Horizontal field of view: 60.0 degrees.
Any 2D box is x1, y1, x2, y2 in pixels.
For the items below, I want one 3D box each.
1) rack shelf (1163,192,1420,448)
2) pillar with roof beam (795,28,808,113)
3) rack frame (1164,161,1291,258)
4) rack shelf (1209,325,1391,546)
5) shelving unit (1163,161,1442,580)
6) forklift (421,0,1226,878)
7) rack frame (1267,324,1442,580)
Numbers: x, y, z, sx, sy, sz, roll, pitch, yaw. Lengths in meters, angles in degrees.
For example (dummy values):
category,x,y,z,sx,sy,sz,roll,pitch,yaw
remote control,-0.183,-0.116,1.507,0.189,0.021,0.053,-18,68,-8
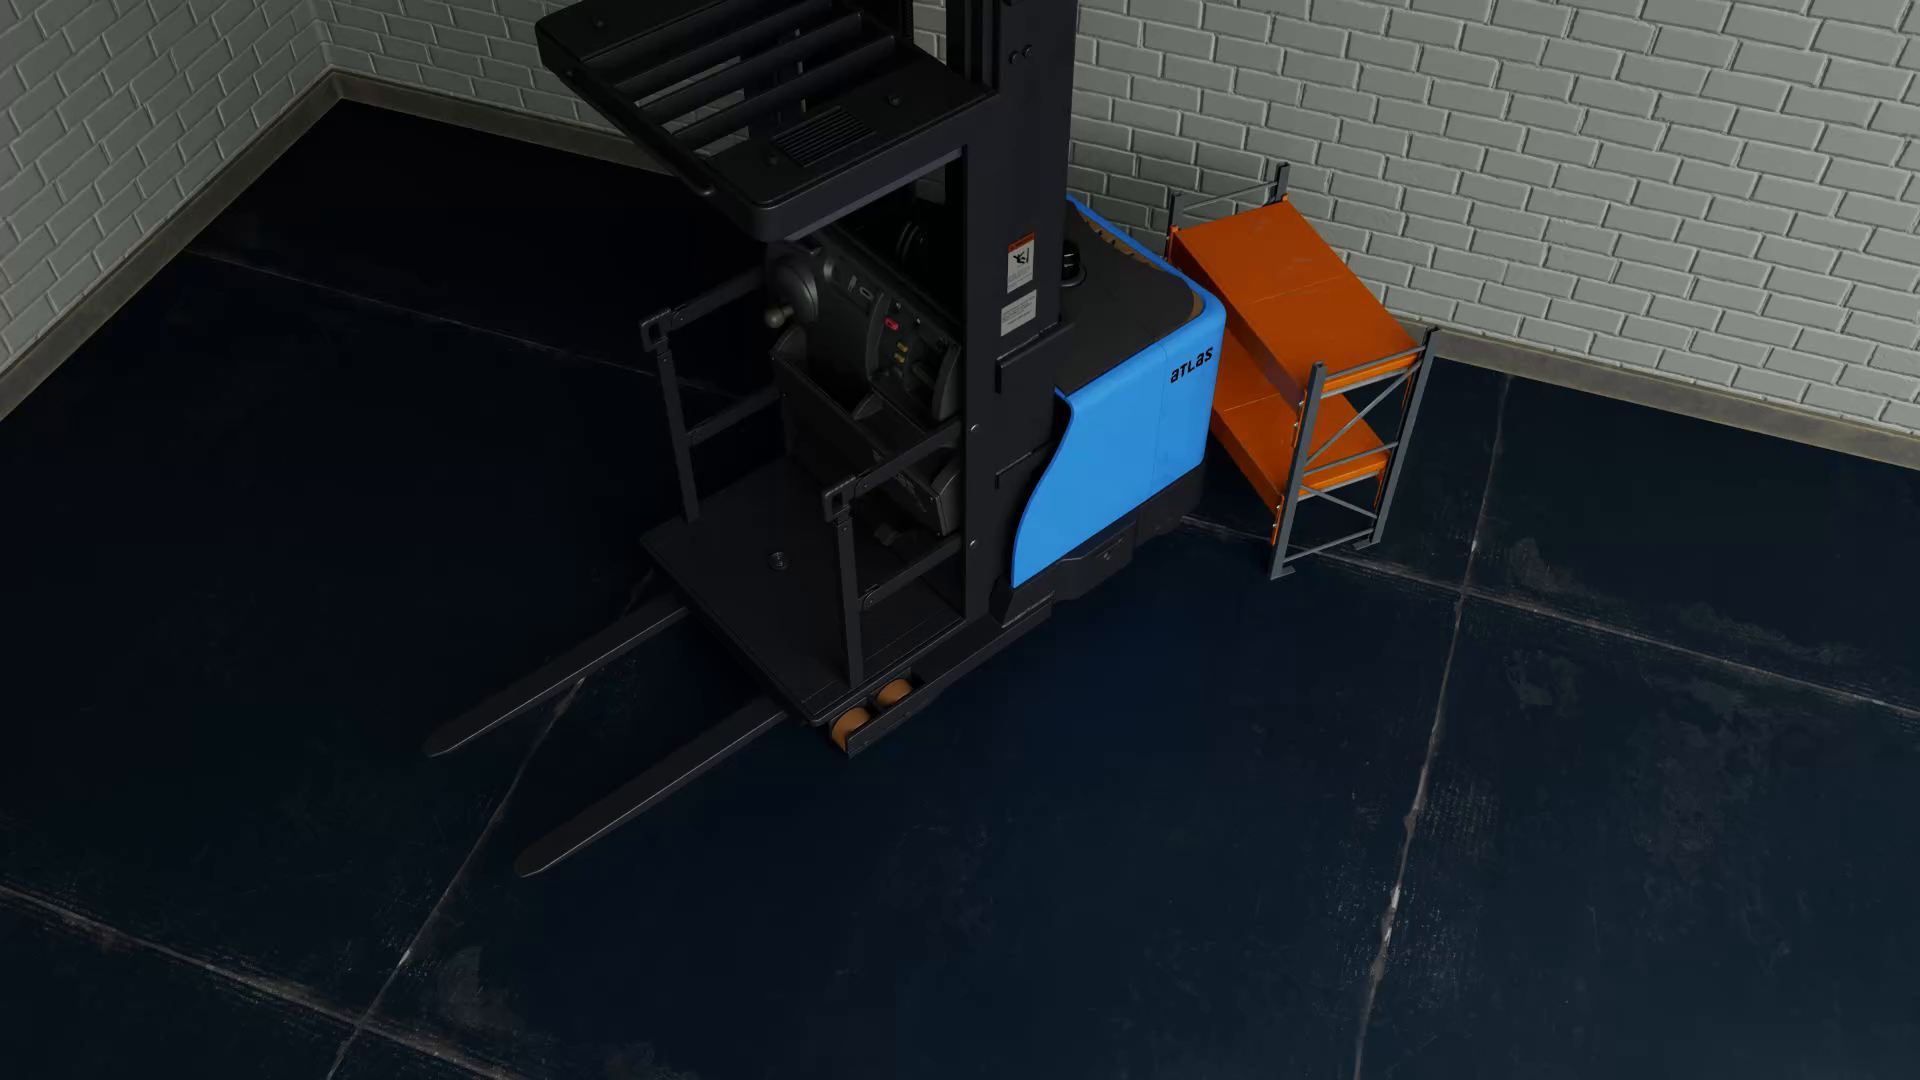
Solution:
category,x,y,z,sx,sy,sz,roll,pitch,yaw
rack shelf,1.233,-0.841,6.214,0.538,0.278,1.000,-18,51,-15
pillar with roof beam,-1.943,-1.320,1.806,0.400,9.000,9.100,16,51,13
rack frame,1.032,-1.002,6.741,0.500,1.125,0.032,-18,51,-15
rack shelf,1.233,-0.489,6.620,0.538,0.278,1.000,-18,51,-15
shelving unit,1.233,-0.649,6.435,0.538,1.125,1.048,-18,51,-15
forklift,-0.481,-0.652,5.242,3.031,2.935,1.130,-33,57,-25
rack frame,1.434,-0.297,6.129,0.500,1.125,0.032,-18,51,-15
